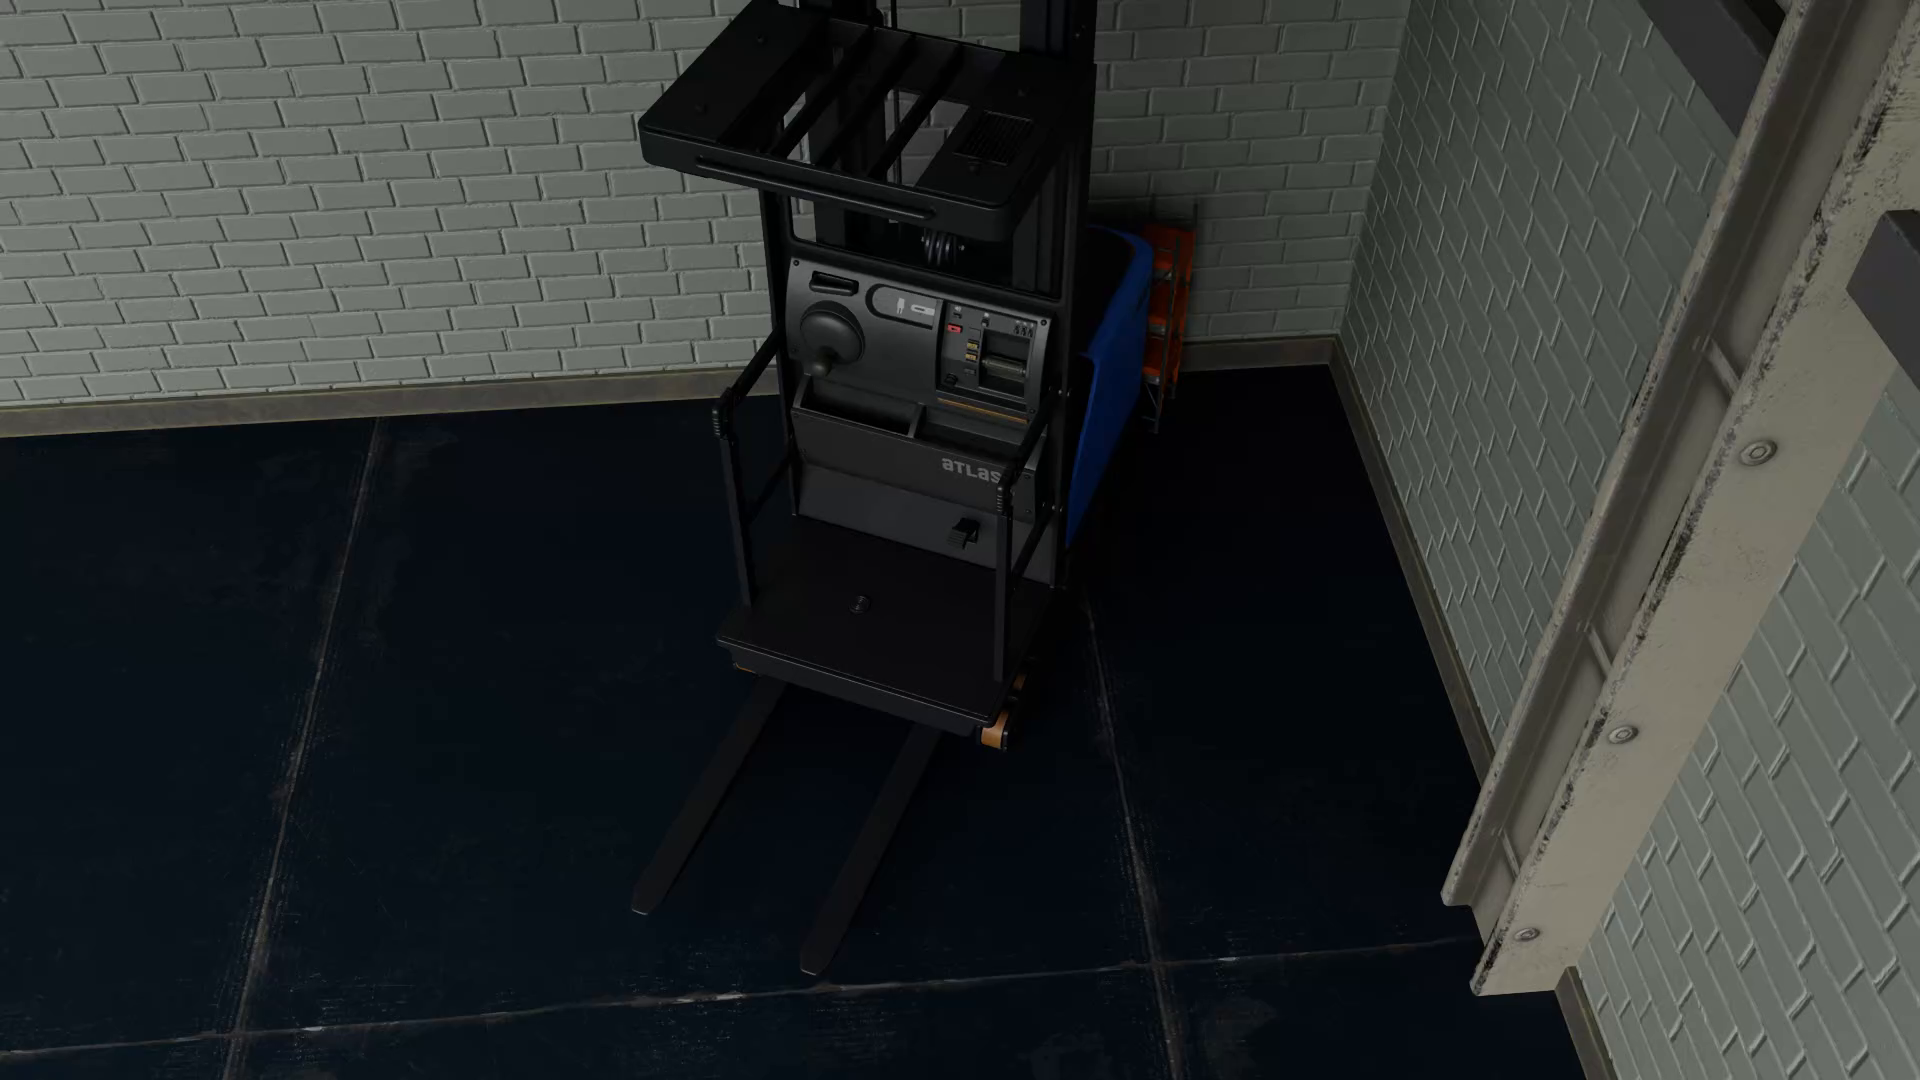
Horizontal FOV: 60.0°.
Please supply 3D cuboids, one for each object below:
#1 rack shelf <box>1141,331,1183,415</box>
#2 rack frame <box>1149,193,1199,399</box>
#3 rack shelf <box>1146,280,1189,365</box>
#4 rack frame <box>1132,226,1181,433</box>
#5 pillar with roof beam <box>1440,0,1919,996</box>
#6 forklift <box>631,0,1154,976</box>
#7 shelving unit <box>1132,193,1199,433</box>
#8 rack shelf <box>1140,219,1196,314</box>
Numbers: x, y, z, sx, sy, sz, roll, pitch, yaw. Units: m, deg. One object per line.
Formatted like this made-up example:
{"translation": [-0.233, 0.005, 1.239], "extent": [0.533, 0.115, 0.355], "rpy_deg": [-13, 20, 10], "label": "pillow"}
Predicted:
{"translation": [0.826, -0.743, 7.265], "extent": [0.215, 0.259, 0.240], "rpy_deg": [17, 49, 15], "label": "rack shelf"}
{"translation": [0.873, -1.024, 7.133], "extent": [0.200, 1.050, 0.008], "rpy_deg": [17, 49, 15], "label": "rack frame"}
{"translation": [0.826, -0.935, 7.063], "extent": [0.215, 0.259, 0.240], "rpy_deg": [17, 49, 15], "label": "rack shelf"}
{"translation": [0.779, -0.860, 6.978], "extent": [0.200, 1.050, 0.008], "rpy_deg": [17, 49, 15], "label": "rack frame"}
{"translation": [-2.463, -1.487, 2.097], "extent": [9.100, 9.000, 0.400], "rpy_deg": [-3, 47, -3], "label": "pillar with roof beam"}
{"translation": [-0.223, -0.586, 5.423], "extent": [1.130, 2.935, 3.031], "rpy_deg": [16, 49, 14], "label": "forklift"}
{"translation": [0.826, -0.942, 7.055], "extent": [0.215, 1.050, 0.252], "rpy_deg": [17, 49, 15], "label": "shelving unit"}
{"translation": [0.826, -1.130, 6.857], "extent": [0.215, 0.259, 0.240], "rpy_deg": [17, 49, 15], "label": "rack shelf"}
